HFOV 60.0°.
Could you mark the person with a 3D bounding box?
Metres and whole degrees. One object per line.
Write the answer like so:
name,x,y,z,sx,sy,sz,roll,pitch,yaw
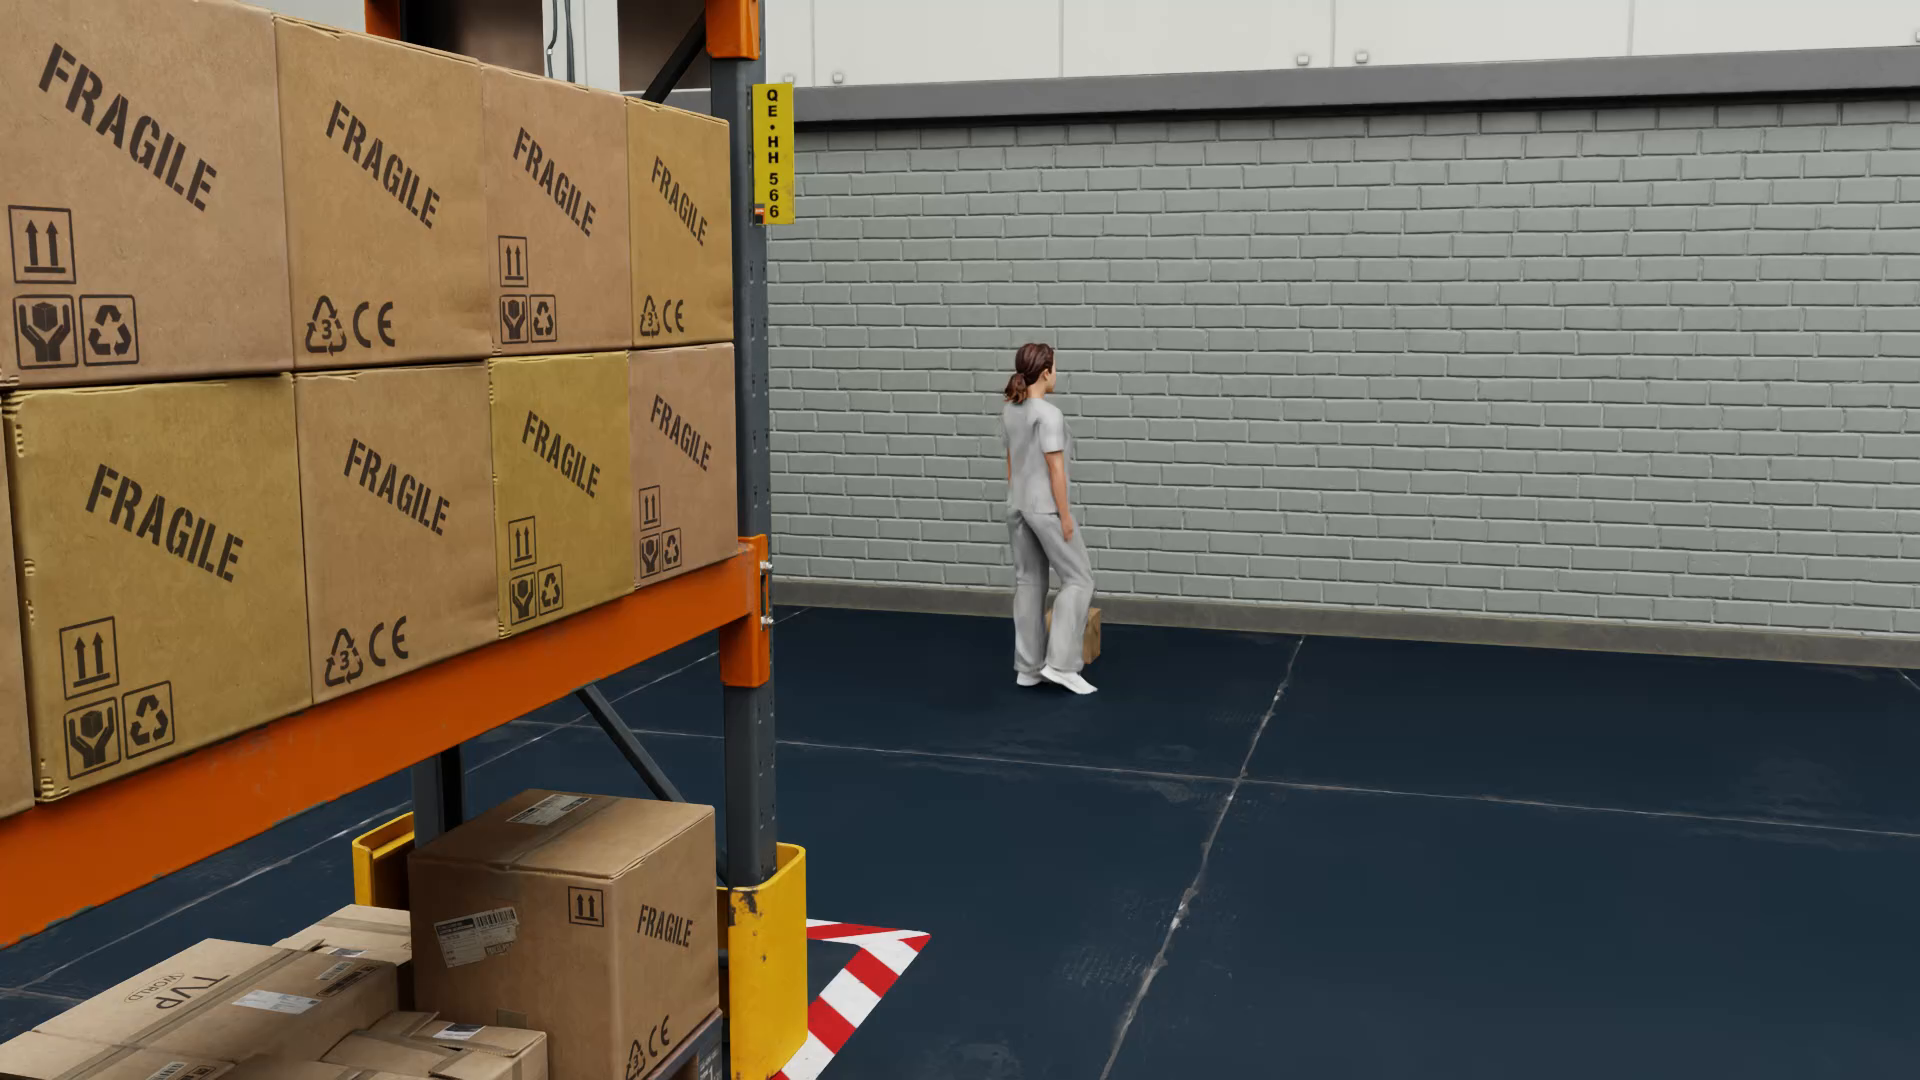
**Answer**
person,0.404,-0.093,8.067,0.404,1.716,0.498,-6,10,-35
